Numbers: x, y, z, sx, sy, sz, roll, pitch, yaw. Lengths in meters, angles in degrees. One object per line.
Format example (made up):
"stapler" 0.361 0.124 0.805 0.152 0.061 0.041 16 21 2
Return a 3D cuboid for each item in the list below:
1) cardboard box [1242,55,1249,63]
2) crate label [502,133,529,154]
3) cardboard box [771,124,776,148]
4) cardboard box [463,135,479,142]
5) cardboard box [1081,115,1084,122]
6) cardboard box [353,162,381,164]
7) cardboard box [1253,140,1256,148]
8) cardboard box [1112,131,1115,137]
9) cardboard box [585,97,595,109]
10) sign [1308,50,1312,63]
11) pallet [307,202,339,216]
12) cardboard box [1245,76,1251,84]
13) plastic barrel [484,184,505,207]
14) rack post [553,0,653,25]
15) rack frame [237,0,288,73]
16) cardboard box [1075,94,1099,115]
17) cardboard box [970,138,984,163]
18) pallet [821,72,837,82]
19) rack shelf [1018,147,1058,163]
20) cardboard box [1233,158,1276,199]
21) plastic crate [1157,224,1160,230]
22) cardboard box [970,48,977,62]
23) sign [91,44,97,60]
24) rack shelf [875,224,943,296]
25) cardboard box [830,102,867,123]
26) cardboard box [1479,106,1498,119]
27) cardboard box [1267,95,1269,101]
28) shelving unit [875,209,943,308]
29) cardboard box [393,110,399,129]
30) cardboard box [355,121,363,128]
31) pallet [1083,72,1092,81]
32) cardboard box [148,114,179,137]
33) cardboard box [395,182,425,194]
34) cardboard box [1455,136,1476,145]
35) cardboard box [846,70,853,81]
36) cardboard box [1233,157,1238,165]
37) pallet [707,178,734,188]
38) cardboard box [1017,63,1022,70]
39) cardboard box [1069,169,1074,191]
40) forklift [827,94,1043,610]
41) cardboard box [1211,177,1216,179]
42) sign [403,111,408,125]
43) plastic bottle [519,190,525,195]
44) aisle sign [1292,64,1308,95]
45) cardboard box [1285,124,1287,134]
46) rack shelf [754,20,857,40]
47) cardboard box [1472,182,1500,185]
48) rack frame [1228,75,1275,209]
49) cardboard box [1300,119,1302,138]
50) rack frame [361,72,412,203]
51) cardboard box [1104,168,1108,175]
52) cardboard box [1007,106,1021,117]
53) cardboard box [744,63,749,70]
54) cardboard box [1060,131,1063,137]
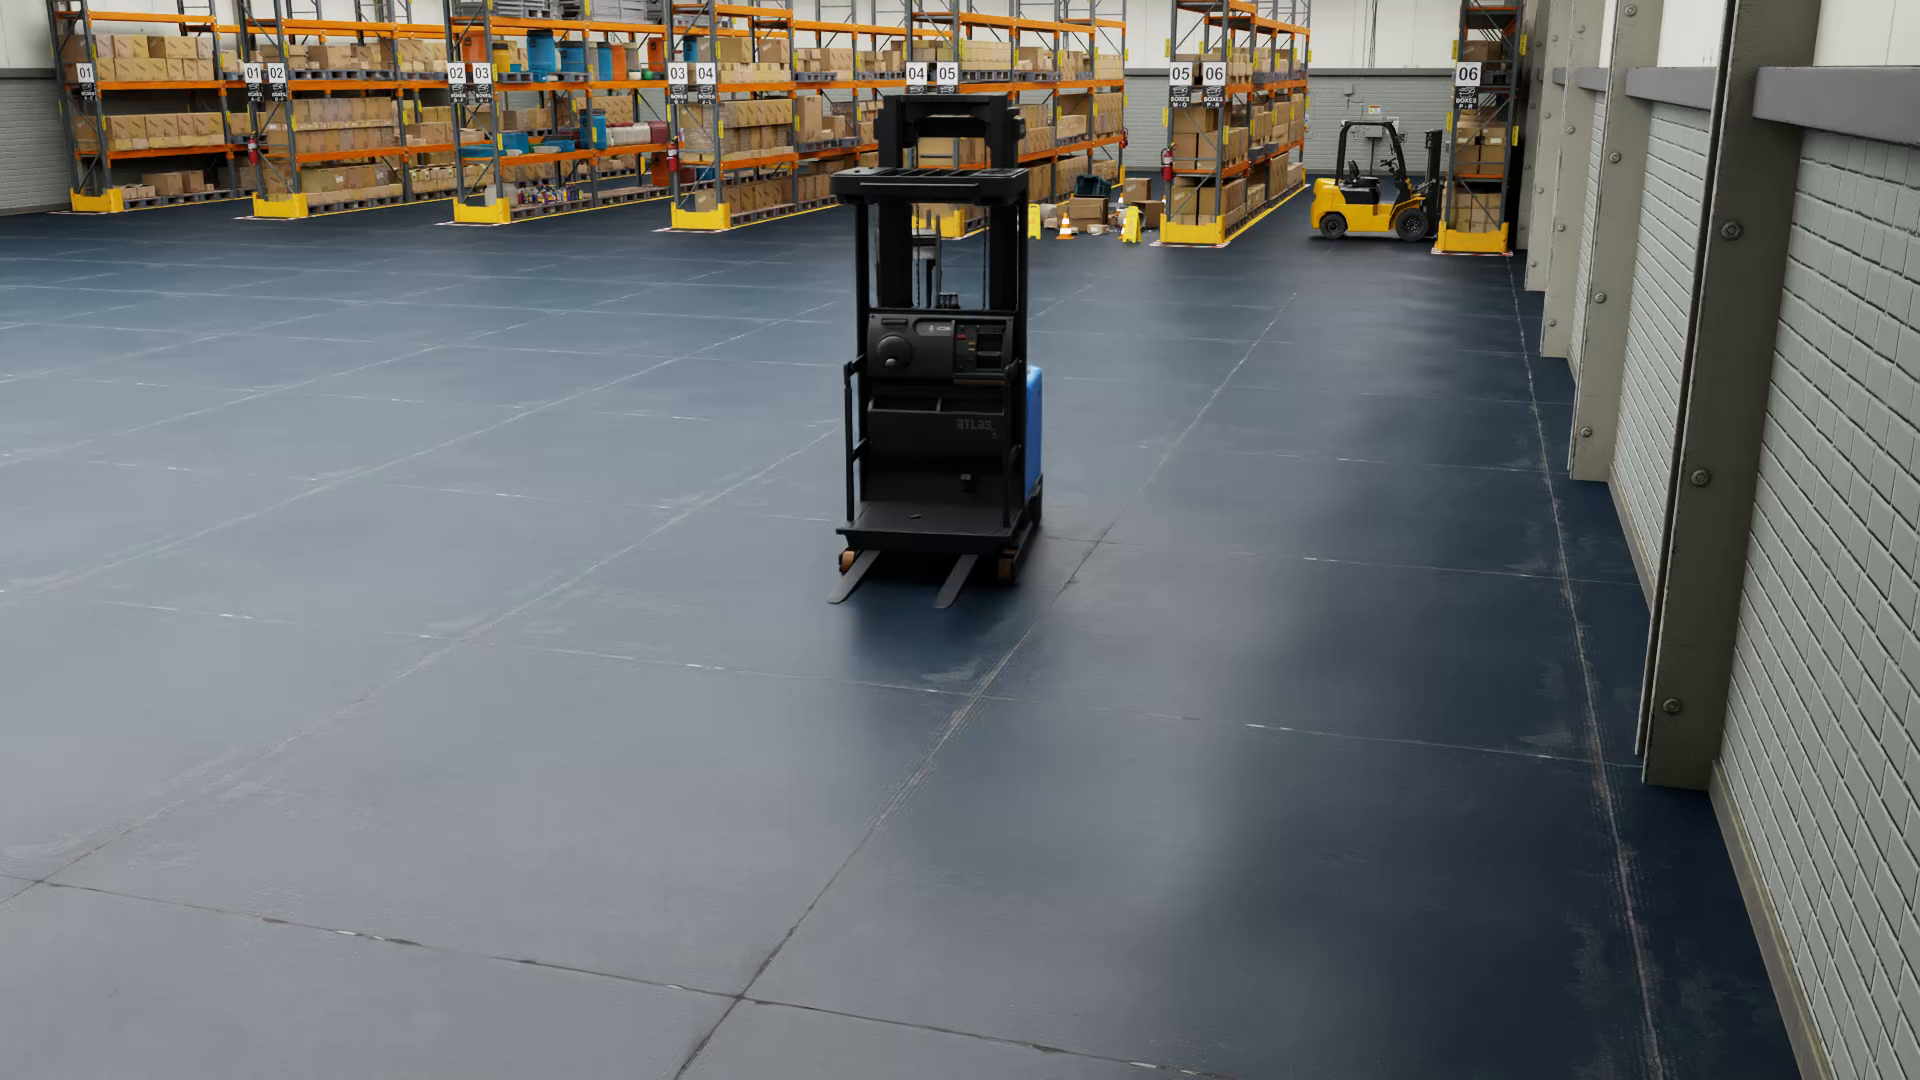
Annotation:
"cardboard box" 5.418 -9.378 32.399 0.380 0.149 0.250 5 17 18
"crate label" -9.716 -8.611 36.127 0.502 0.435 0.616 5 16 16
"cardboard box" -4.457 -8.704 35.792 0.875 0.500 0.500 5 16 16
"cardboard box" -12.445 -10.192 42.226 0.380 0.149 0.250 5 16 16
"cardboard box" 2.903 -10.613 41.849 0.380 0.149 0.250 4 16 14
"cardboard box" -14.023 -8.666 39.281 0.500 0.500 0.500 5 16 16
"cardboard box" 5.946 -8.251 34.615 0.380 0.149 0.250 5 17 17
"cardboard box" 4.007 -11.057 45.275 0.380 0.149 0.250 5 17 17
"cardboard box" -10.768 -12.382 47.470 0.500 0.500 0.500 4 16 14
"sign" 9.333 -12.910 44.374 0.100 0.325 0.005 5 16 16
"pallet" -14.551 -7.339 36.815 1.003 0.211 1.213 5 16 16
"cardboard box" 5.610 -9.201 33.236 0.380 0.149 0.250 5 17 16
"plastic barrel" -9.866 -7.275 35.270 0.421 0.512 0.421 0 16 0
"rack post" -8.366 -12.642 39.044 1.013 1.000 3.121 5 16 16
"rack frame" -14.728 -11.363 34.899 1.000 3.000 0.127 5 16 16
"cardboard box" 3.268 -11.207 42.784 0.500 0.500 0.500 5 17 17
"cardboard box" -0.027 -7.752 32.886 0.875 0.550 0.550 5 16 16
"pallet" -3.525 -10.532 37.810 1.213 0.211 1.003 5 16 16
"rack shelf" 1.201 -8.520 37.189 1.077 0.370 4.000 5 16 16
"cardboard box" 6.820 -8.386 38.523 0.875 0.875 0.875 4 16 15
"plastic crate" 4.175 -6.234 33.161 0.402 0.080 0.583 -1 16 -3
"cardboard box" 0.022 -9.300 31.900 0.500 0.250 0.500 4 16 15
"sign" -18.958 -10.681 36.392 0.100 0.325 0.005 5 16 16
"rack shelf" -0.371 -1.997 12.009 0.431 0.518 0.480 -2 16 -9
"cardboard box" -2.734 -10.521 40.905 0.797 0.503 0.637 5 17 18
"cardboard box" 13.119 -10.495 41.190 0.500 0.500 0.500 4 16 14
"cardboard box" 7.642 -11.086 41.711 0.380 0.149 0.250 5 17 17
"shelving unit" -0.371 -1.337 12.196 0.431 2.100 0.503 -2 16 -9
"cardboard box" -16.093 -11.926 47.112 0.500 0.500 0.500 5 17 16
"cardboard box" -13.825 -9.464 37.825 0.380 0.149 0.250 5 17 17
"pallet" 2.628 -11.635 41.701 1.213 0.211 1.003 5 16 16
"cardboard box" -18.616 -9.659 38.750 0.500 0.500 0.500 5 17 18
"cardboard box" -13.239 -8.489 40.030 0.500 0.250 0.500 4 16 15
"cardboard box" 8.860 -7.028 29.237 0.380 0.149 0.250 5 17 17
"cardboard box" -2.858 -11.028 39.491 0.500 0.250 0.500 5 16 16
"cardboard box" 5.183 -7.356 32.228 0.380 0.149 0.250 5 17 16
"pallet" -6.829 -9.691 45.109 1.003 0.211 1.213 5 16 16
"cardboard box" 1.165 -10.167 35.689 0.250 0.149 0.380 5 16 16
"cardboard box" 2.496 -8.821 40.742 0.500 0.500 0.500 4 16 14
"forklift" -0.157 -1.239 10.326 1.130 2.935 3.031 3 16 9
"cardboard box" 4.980 -7.092 33.731 0.500 0.500 0.500 5 17 19
"sign" -13.059 -9.935 39.128 0.100 0.325 0.005 5 16 16
"plastic bottle" -9.741 -7.608 36.839 0.152 0.276 0.135 4 16 14
"aisle sign" 9.135 -12.370 44.682 0.394 0.787 0.004 5 16 16
"cardboard box" 7.653 -9.981 40.381 0.500 0.250 0.500 5 17 17
"rack shelf" -3.526 -11.625 37.875 1.077 0.370 4.000 5 16 16
"cardboard box" 10.213 -6.818 32.307 0.500 0.250 0.500 5 17 17
"rack frame" 6.544 -9.032 37.676 1.000 3.000 0.127 5 16 16
"cardboard box" 8.777 -10.896 44.065 0.500 0.500 0.500 4 16 15
"rack frame" -13.591 -9.523 39.407 1.000 3.000 0.127 5 16 16
"cardboard box" 3.743 -9.883 44.587 0.380 0.149 0.250 5 17 16
"cardboard box" 0.912 -9.137 36.031 0.700 0.500 0.500 4 16 15
"cardboard box" -4.529 -9.662 33.944 0.380 0.149 0.250 4 16 13
"cardboard box" 2.242 -9.713 39.767 0.380 0.149 0.250 5 17 19
